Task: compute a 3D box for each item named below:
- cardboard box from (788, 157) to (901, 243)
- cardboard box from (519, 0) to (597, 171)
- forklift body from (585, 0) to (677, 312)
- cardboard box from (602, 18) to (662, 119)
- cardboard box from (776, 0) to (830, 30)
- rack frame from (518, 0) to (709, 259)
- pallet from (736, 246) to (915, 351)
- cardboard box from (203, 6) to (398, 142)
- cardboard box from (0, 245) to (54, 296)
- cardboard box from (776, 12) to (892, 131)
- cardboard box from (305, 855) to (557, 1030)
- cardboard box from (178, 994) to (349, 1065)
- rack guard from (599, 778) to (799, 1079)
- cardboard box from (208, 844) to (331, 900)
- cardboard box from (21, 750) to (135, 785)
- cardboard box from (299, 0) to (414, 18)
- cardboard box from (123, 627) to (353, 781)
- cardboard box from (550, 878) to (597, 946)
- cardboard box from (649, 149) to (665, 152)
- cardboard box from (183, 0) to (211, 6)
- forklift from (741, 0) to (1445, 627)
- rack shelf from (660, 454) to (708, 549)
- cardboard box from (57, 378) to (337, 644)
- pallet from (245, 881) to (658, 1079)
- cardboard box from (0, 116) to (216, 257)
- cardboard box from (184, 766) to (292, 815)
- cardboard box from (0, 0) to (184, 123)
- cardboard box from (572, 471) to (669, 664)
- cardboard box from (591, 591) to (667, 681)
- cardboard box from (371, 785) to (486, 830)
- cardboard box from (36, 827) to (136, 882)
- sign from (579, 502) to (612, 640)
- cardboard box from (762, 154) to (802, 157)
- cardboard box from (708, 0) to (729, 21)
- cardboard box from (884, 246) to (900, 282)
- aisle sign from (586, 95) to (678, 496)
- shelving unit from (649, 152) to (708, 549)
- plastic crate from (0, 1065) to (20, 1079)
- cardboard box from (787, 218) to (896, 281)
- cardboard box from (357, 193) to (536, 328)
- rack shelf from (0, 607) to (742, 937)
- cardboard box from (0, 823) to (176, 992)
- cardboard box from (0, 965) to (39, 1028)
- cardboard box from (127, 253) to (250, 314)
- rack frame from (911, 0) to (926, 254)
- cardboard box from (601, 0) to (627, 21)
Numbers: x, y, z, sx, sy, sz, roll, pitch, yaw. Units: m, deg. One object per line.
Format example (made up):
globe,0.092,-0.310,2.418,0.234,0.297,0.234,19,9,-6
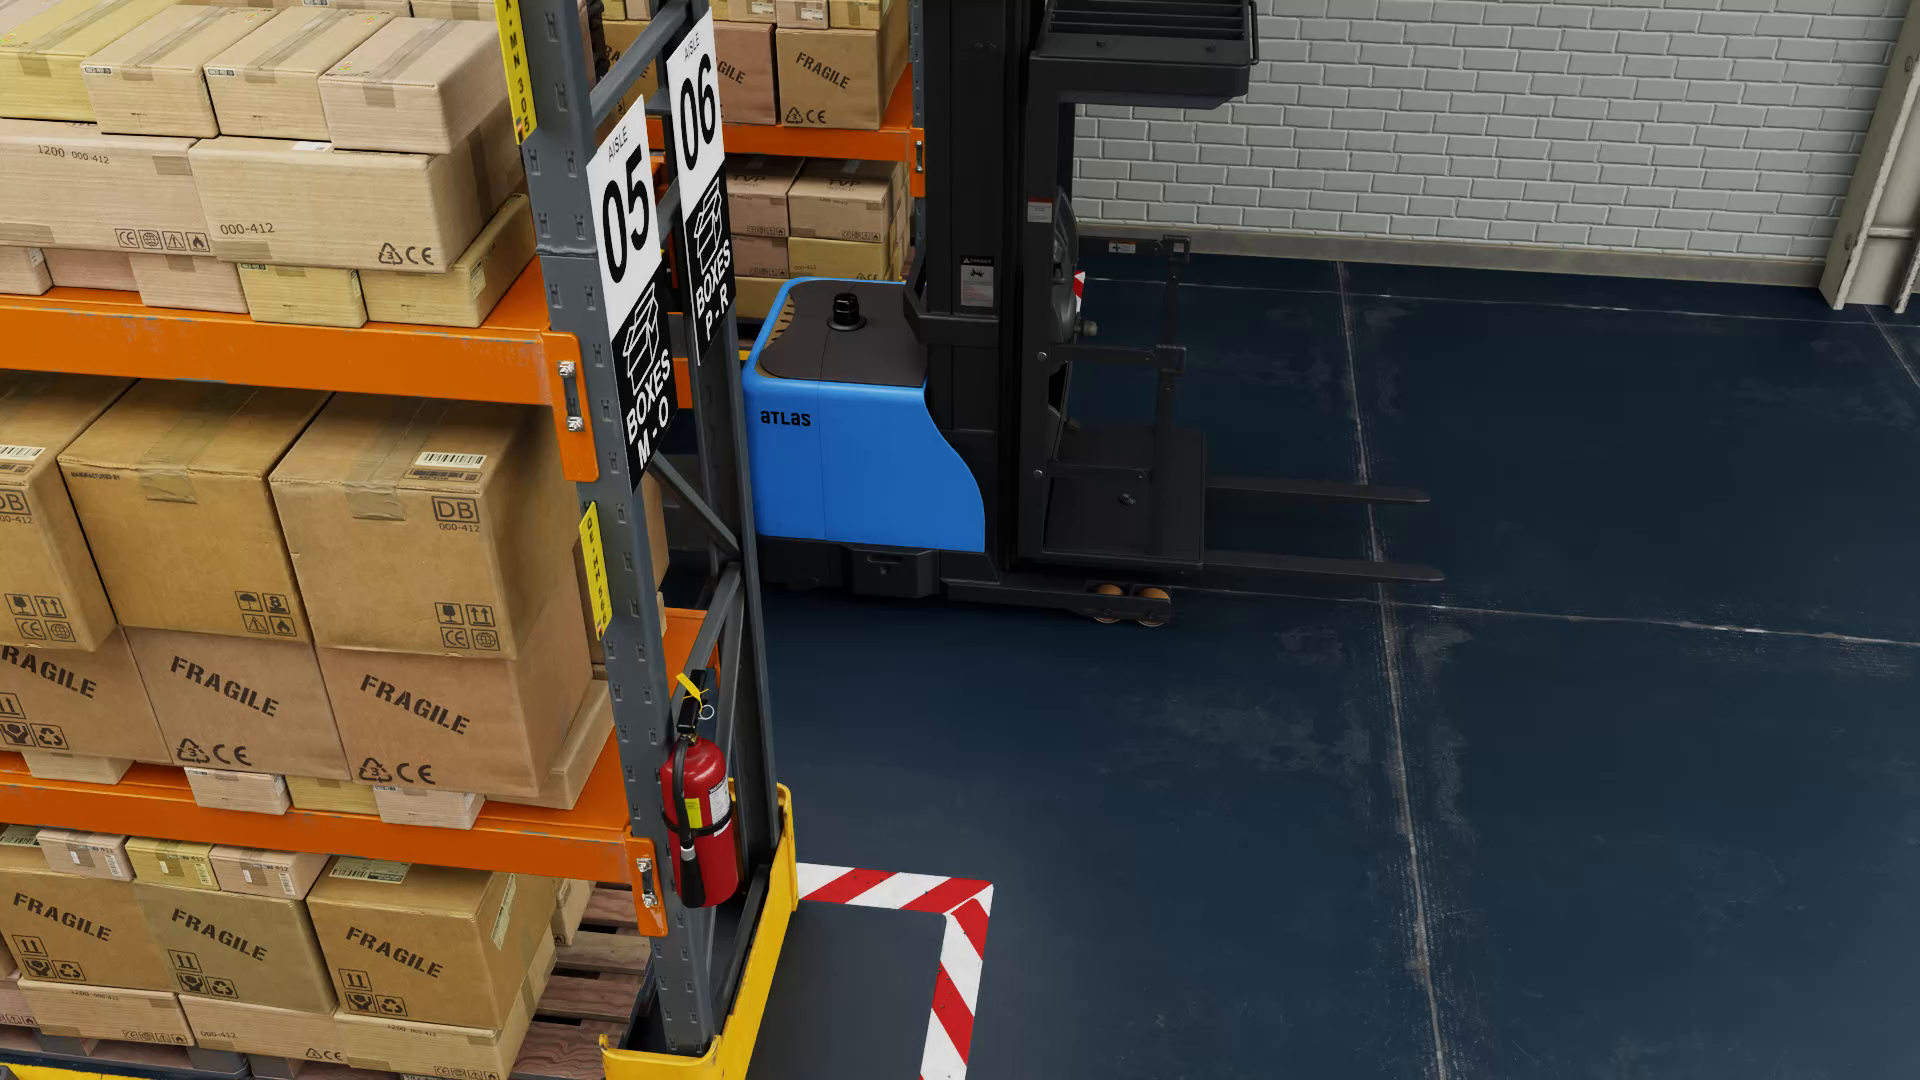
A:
cardboard box,-0.608,-1.818,8.860,0.500,0.250,0.500,5,36,8
cardboard box,-1.204,-1.117,4.023,0.500,0.250,0.500,4,36,5
forklift body,-2.224,-1.249,7.648,1.214,2.155,2.313,4,36,6
cardboard box,-1.654,-2.512,8.602,0.500,0.500,0.500,4,36,5
cardboard box,-0.748,-2.676,8.273,0.250,0.149,0.380,5,36,7
rack frame,-0.740,-2.087,2.928,0.127,3.000,1.000,4,36,6
pallet,-0.875,-1.403,9.534,1.213,0.211,1.003,4,36,6
cardboard box,-1.364,-0.984,3.495,0.250,0.149,0.380,5,36,7
cardboard box,-2.135,-0.716,3.805,0.250,0.149,0.380,4,36,6
cardboard box,-0.633,-2.431,8.488,0.500,0.500,0.500,4,36,5
cardboard box,-1.567,1.089,5.002,0.500,0.500,0.500,4,36,6
cardboard box,-2.088,1.356,5.274,0.500,0.250,0.500,4,36,6
rack guard,-0.815,1.367,5.404,0.348,0.500,1.175,4,36,6
cardboard box,-1.940,0.837,4.797,0.250,0.149,0.380,5,36,7
cardboard box,-2.415,0.499,4.685,0.250,0.149,0.380,4,36,5
cardboard box,-1.318,-1.242,3.855,0.250,0.149,0.380,4,36,6
cardboard box,-1.809,0.272,4.444,0.500,0.500,0.500,4,36,6
cardboard box,-1.504,1.084,5.654,0.500,0.250,0.500,4,36,6
cardboard box,-1.616,-1.884,8.953,0.500,0.250,0.500,5,36,7
cardboard box,-1.798,-1.357,4.017,0.250,0.149,0.380,4,36,6
forklift,0.619,-1.147,6.834,3.031,2.935,1.130,4,36,6
rack shelf,-1.205,-0.077,7.276,0.480,0.518,0.431,1,36,0
cardboard box,-1.775,-0.167,4.200,0.500,0.500,0.700,5,36,6
pallet,-1.616,1.404,5.601,1.213,0.211,1.003,4,36,6
cardboard box,-1.779,-0.854,3.656,0.500,0.250,0.500,4,36,5
cardboard box,-1.914,0.565,4.592,0.250,0.149,0.380,5,36,7
cardboard box,-1.864,-1.041,3.574,0.250,0.149,0.380,4,36,6
cardboard box,-1.174,-0.002,4.828,0.500,0.500,0.500,4,36,5
cardboard box,-1.050,0.313,4.946,0.250,0.149,0.380,4,36,6
cardboard box,-1.403,0.598,4.546,0.250,0.149,0.380,4,36,5
cardboard box,-2.450,0.796,4.855,0.250,0.149,0.380,6,36,8
sign,-0.830,0.073,3.796,0.005,0.325,0.100,4,36,6
cardboard box,-1.060,-2.143,9.316,0.500,0.250,0.500,4,36,6
cardboard box,-1.242,-2.755,8.384,0.250,0.149,0.380,4,36,6
cardboard box,-0.617,-1.410,9.148,0.500,0.250,0.500,5,36,6
aisle sign,-0.715,-0.531,3.675,0.004,0.787,0.394,4,36,6
shelving unit,-1.199,-0.658,6.861,0.503,2.100,0.431,1,36,0
plastic crate,-3.254,1.836,5.108,0.583,0.080,0.402,-7,36,-10
cardboard box,-0.634,-1.616,9.008,0.500,0.250,0.500,4,36,5
cardboard box,-1.129,-0.629,3.683,0.250,0.149,0.380,4,36,6
rack shelf,-2.723,0.500,5.087,4.000,0.370,1.077,4,36,6
cardboard box,-2.585,1.011,5.111,0.500,0.500,0.500,3,36,5
cardboard box,-3.099,1.277,5.384,0.500,0.250,0.500,4,36,5
cardboard box,-1.639,-0.668,3.737,0.250,0.149,0.380,5,36,7
rack frame,-0.111,-2.505,8.678,0.127,3.000,1.000,4,36,6
cardboard box,-1.766,-2.755,8.384,0.250,0.149,0.380,5,36,6
